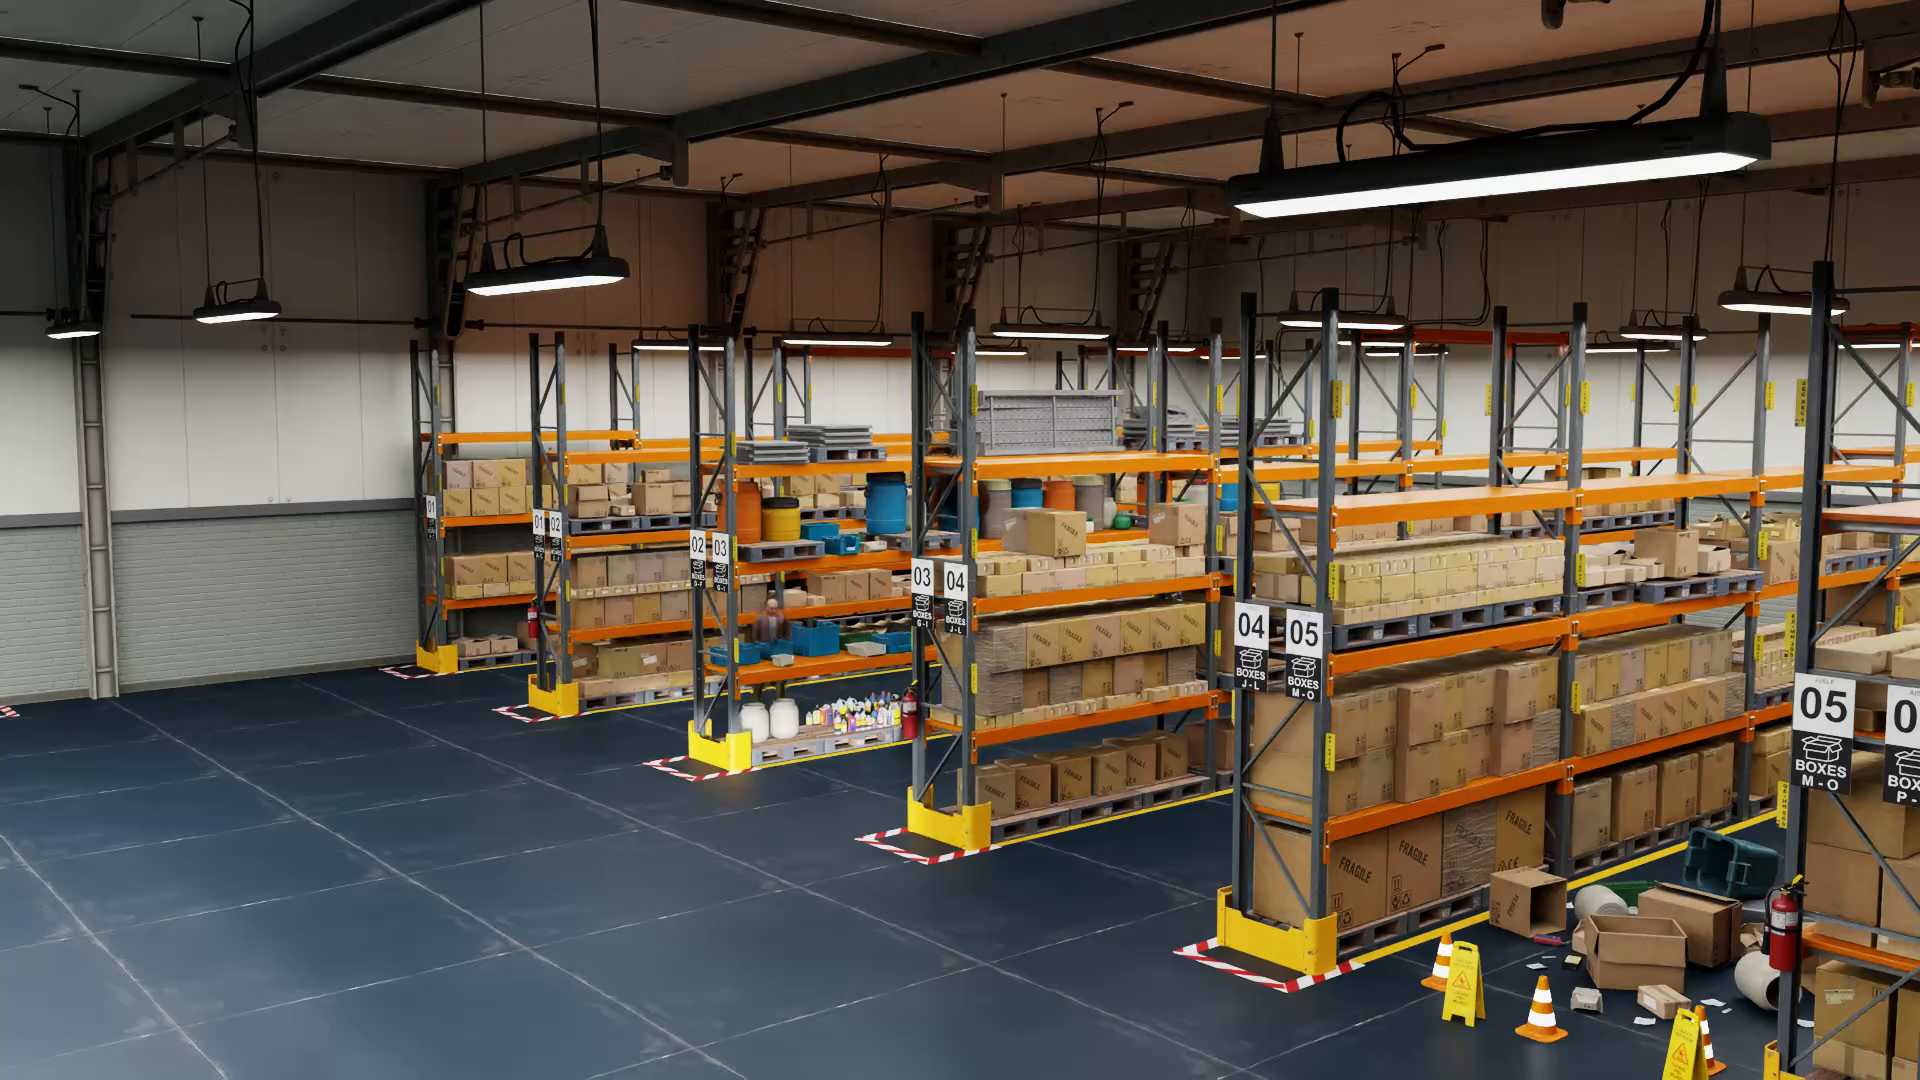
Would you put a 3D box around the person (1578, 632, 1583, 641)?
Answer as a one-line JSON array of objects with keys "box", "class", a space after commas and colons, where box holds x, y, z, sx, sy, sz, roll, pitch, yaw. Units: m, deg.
[{"box": [9.009, 2.103, 24.382, 0.952, 1.604, 0.416, -5, 7, -44], "class": "person"}]

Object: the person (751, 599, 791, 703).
[{"box": [-3.002, 1.817, 26.541, 0.641, 1.782, 0.417, -1, 5, -12], "class": "person"}]
